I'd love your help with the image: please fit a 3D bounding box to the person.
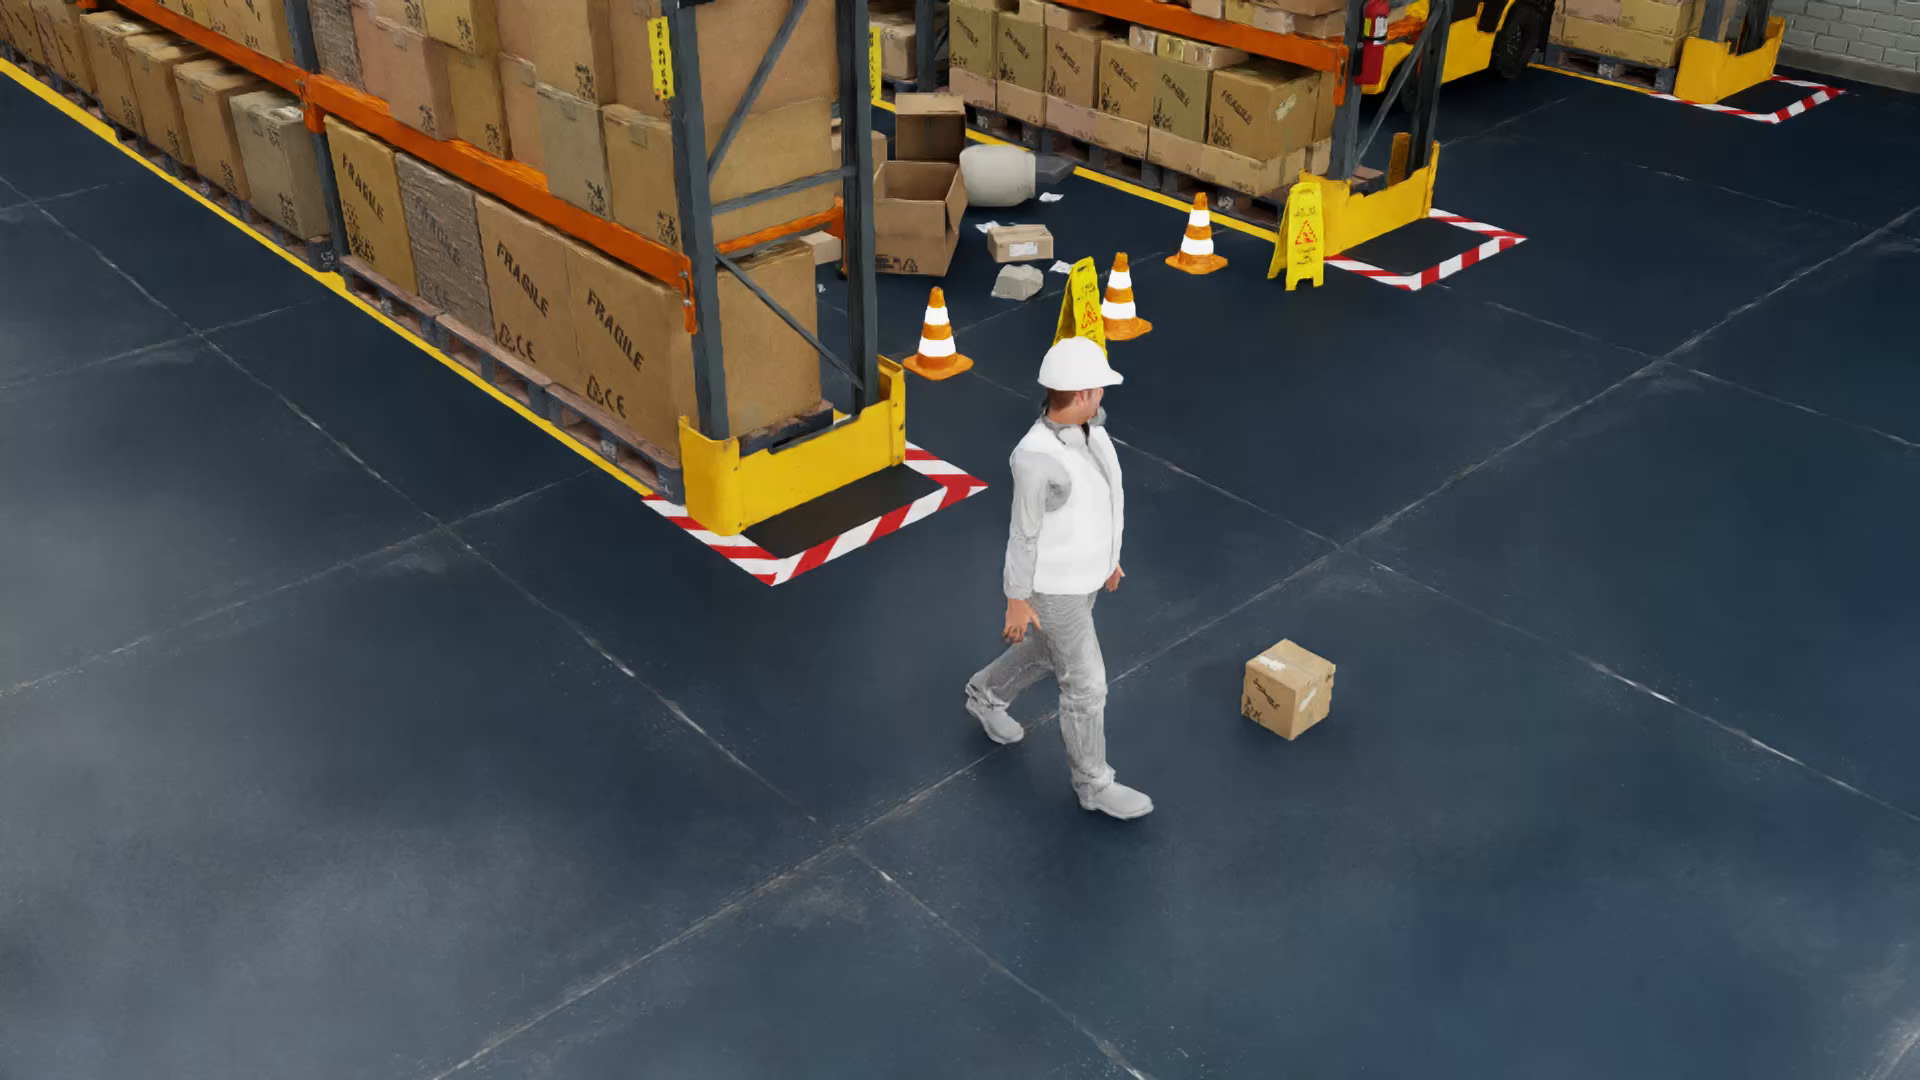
[{"bbox_3d":[0.390,0.109,5.945,0.891,1.741,0.589,15,35,23],"label":"person"}]
